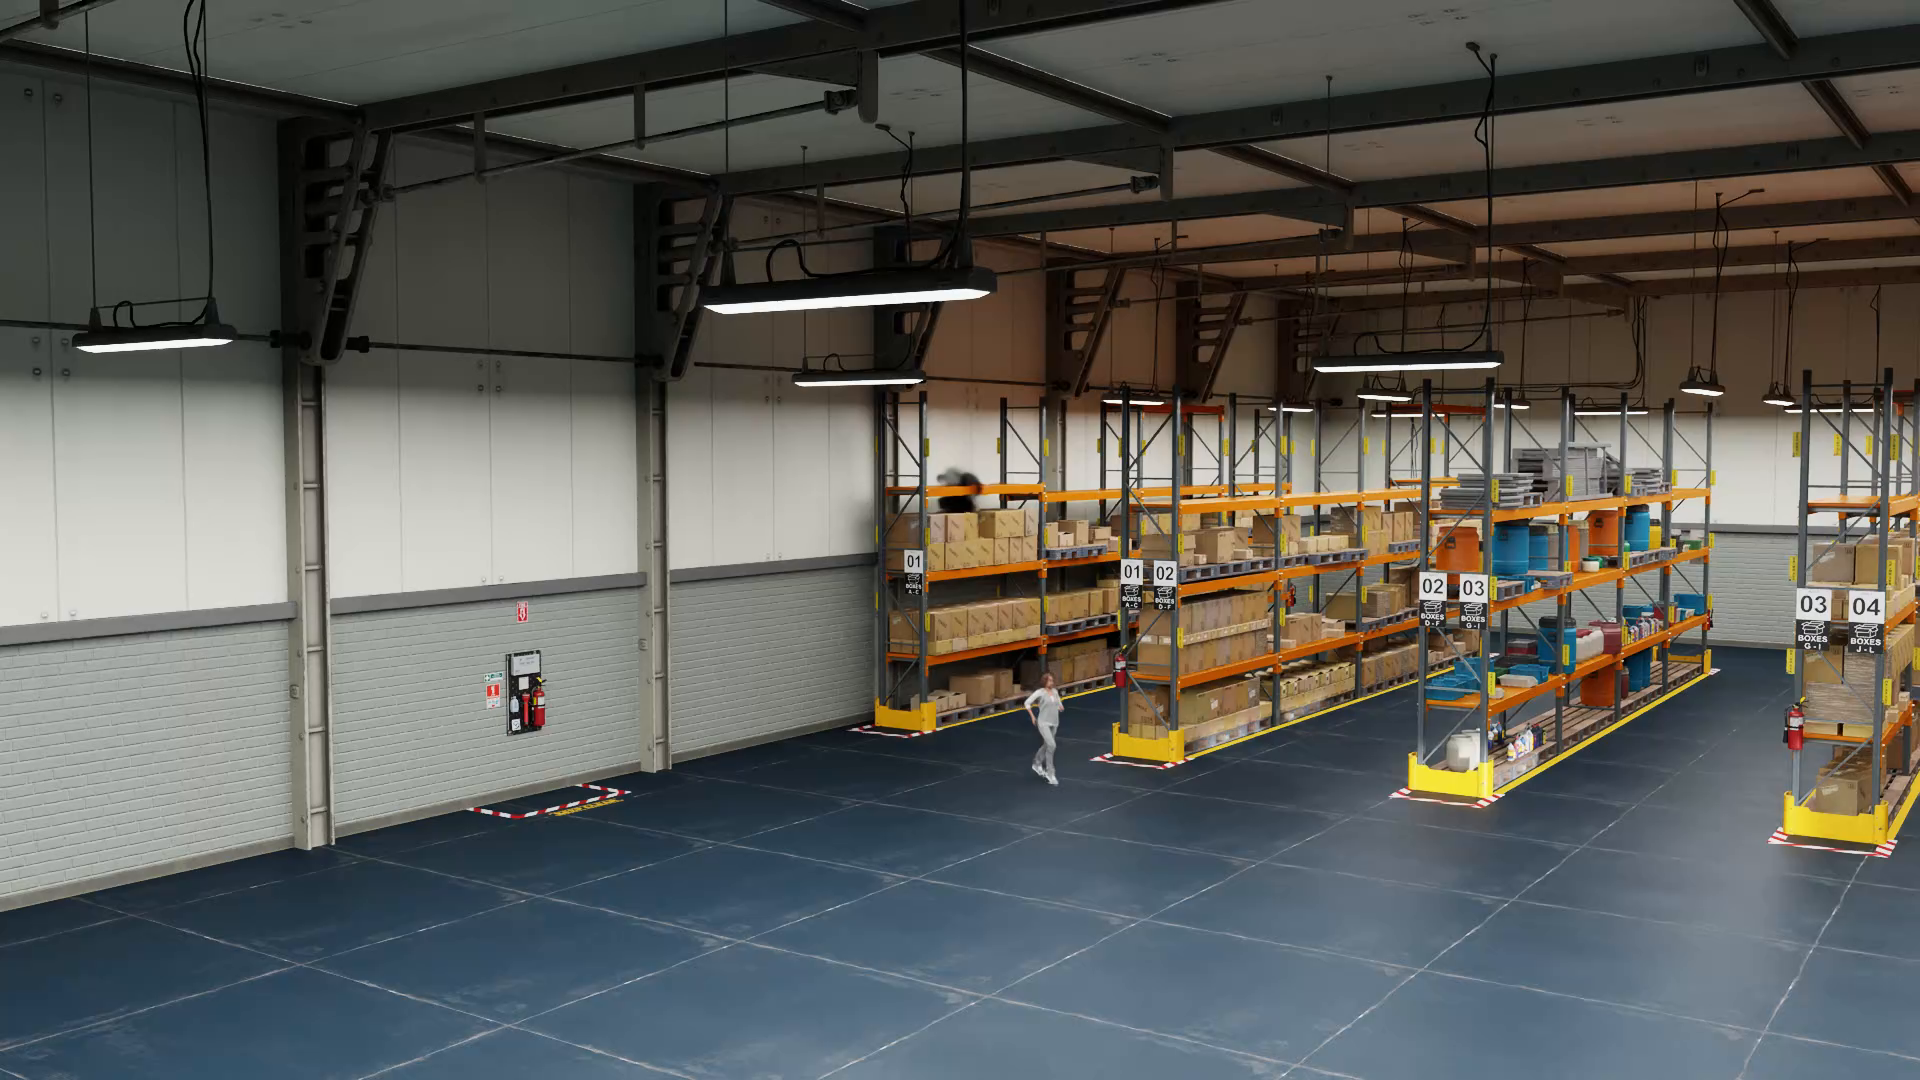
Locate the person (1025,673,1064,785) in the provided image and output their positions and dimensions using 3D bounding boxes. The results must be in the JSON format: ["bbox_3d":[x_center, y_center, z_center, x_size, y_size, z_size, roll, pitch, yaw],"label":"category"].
[{"bbox_3d":[1.296,2.817,24.923,0.511,1.639,0.733,-3,4,-39],"label":"person"}]
